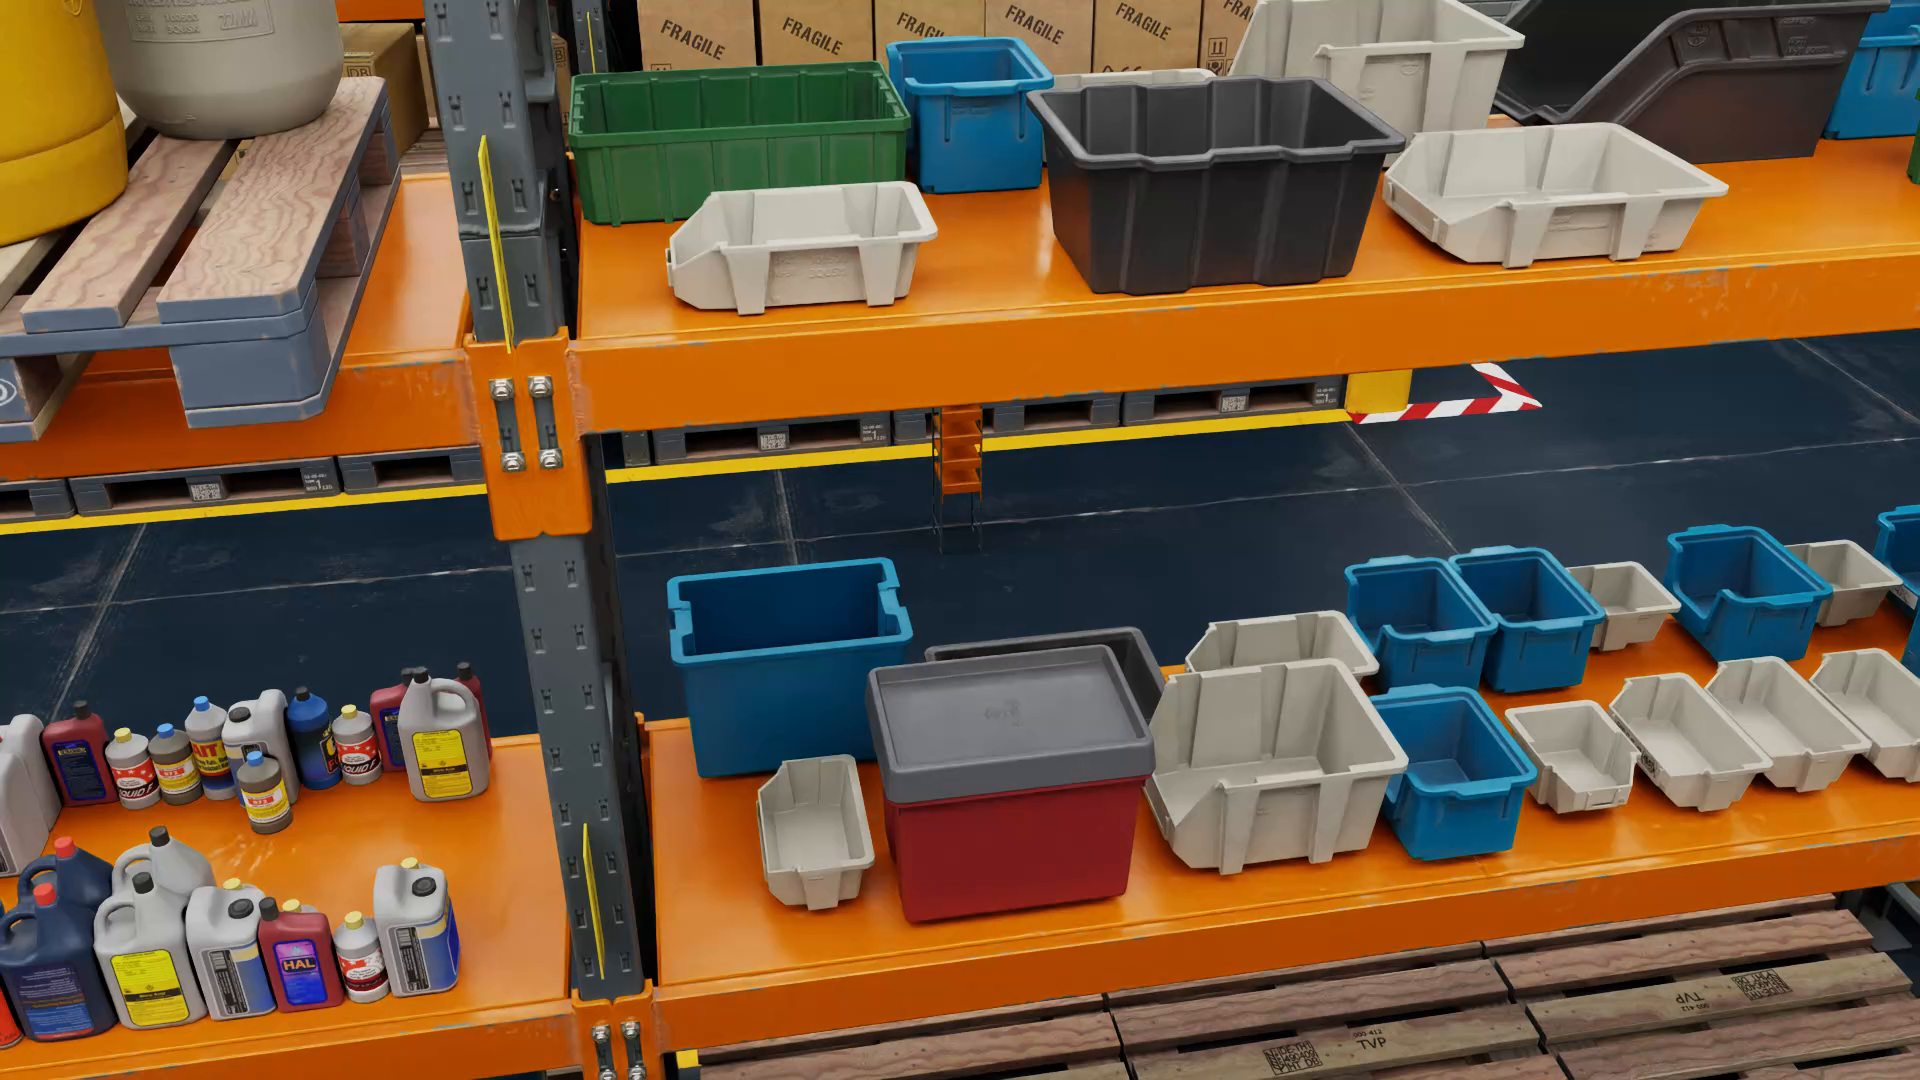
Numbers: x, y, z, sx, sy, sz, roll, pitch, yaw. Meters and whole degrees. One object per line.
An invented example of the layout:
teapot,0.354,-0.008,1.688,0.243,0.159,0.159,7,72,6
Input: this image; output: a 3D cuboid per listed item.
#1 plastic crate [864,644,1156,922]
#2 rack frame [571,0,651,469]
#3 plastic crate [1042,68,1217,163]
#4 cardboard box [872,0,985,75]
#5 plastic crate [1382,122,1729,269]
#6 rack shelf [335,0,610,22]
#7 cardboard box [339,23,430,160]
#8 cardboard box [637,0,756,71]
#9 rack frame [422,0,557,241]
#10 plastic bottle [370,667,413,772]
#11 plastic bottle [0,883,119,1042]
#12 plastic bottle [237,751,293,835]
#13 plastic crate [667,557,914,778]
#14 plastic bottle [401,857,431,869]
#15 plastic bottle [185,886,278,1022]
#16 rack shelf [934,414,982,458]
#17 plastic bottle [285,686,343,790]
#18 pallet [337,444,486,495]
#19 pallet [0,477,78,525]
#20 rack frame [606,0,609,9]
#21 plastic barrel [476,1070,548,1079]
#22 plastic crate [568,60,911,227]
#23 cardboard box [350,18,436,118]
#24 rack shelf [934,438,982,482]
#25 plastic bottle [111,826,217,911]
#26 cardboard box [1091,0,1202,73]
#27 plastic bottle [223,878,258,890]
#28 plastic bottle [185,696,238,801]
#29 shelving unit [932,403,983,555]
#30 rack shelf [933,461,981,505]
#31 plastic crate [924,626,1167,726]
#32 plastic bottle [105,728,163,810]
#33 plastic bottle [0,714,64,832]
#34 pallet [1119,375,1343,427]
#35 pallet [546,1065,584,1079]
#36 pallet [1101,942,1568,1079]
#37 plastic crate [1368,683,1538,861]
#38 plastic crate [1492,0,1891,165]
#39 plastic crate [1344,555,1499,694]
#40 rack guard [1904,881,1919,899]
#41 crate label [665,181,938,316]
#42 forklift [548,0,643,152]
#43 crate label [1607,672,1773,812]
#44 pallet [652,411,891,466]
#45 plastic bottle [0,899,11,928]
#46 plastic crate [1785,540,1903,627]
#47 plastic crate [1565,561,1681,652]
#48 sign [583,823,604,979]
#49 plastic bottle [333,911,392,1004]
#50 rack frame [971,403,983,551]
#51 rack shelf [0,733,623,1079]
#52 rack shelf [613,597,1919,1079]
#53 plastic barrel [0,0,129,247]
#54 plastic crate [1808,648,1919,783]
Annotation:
plastic crate,0.101,0.553,3.728,0.583,0.464,0.402,-5,31,-9
rack frame,-1.711,-1.907,8.034,0.127,3.000,1.000,-5,31,-9
plastic crate,0.360,-0.922,3.660,0.466,0.136,0.293,-5,31,-9
cardboard box,-0.184,-2.378,7.749,0.500,0.500,0.500,-6,31,-10
plastic crate,1.124,-0.669,3.229,0.530,0.136,0.437,-5,31,-9
rack shelf,-4.574,-3.884,12.105,4.000,0.370,1.077,-5,31,-9
cardboard box,-2.882,-2.105,7.858,0.500,0.500,0.700,-1,30,-1
cardboard box,-1.197,-2.284,7.590,0.500,0.500,0.500,-5,31,-8
rack frame,-0.822,-2.023,2.312,0.127,3.000,1.000,-5,31,-9
plastic bottle,-1.391,0.446,4.147,0.133,0.283,0.061,-5,31,-9
plastic bottle,-1.849,0.848,3.397,0.185,0.351,0.144,-5,31,-9
plastic bottle,-1.665,0.595,3.975,0.097,0.201,0.097,0,30,0
plastic crate,-0.425,0.331,4.184,0.575,0.384,0.392,-5,31,-9
plastic bottle,-1.193,0.785,3.651,0.097,0.201,0.097,0,30,0
plastic bottle,-1.511,0.847,3.473,0.135,0.276,0.152,-5,31,-9
rack shelf,-0.014,-0.478,7.466,0.180,0.103,0.258,-5,31,-9
plastic bottle,-1.597,0.480,4.101,0.097,0.271,0.097,0,30,0
pallet,-2.504,-0.612,8.582,1.213,0.211,1.003,-5,31,-9
pallet,-4.904,-0.389,8.203,1.213,0.211,1.003,-5,31,-9
rack frame,-2.607,-4.376,12.234,0.127,3.000,1.000,-5,31,-9
plastic barrel,-1.361,1.328,4.189,0.708,0.901,0.600,-5,31,-9
plastic crate,-0.460,-0.828,3.449,0.662,0.188,0.450,-5,31,-9
cardboard box,-4.097,-3.424,12.320,0.750,0.750,0.750,-4,31,-7
rack shelf,-0.014,-0.374,7.527,0.180,0.103,0.258,-5,31,-9
plastic bottle,-1.694,0.759,3.548,0.185,0.351,0.144,-5,31,-9
cardboard box,0.830,-2.472,7.910,0.500,0.500,0.500,-4,31,-8
plastic bottle,-1.552,0.819,3.594,0.097,0.201,0.097,0,30,0
plastic bottle,-1.825,0.501,4.065,0.097,0.271,0.097,0,30,0
shelving unit,-0.014,-0.516,7.444,0.189,1.200,0.258,-5,31,-9
rack shelf,-0.014,-0.271,7.588,0.180,0.103,0.258,-5,31,-9
plastic crate,0.230,0.420,4.289,0.590,0.125,0.437,-5,31,-9
plastic bottle,-2.017,0.549,4.053,0.097,0.201,0.097,0,30,0
plastic bottle,-2.257,0.553,3.972,0.135,0.276,0.152,-5,31,-9
pallet,1.365,-0.990,9.225,1.213,0.211,1.003,-5,31,-9
pallet,-1.589,1.815,4.455,1.213,0.211,1.003,-5,31,-9
pallet,1.097,1.566,4.879,1.213,0.211,1.003,-5,31,-9
plastic crate,1.138,0.559,3.945,0.300,0.233,0.416,-5,31,-9
plastic crate,1.560,-1.066,3.705,0.767,0.338,0.504,-5,31,-9
plastic crate,1.220,0.250,4.471,0.300,0.233,0.416,-5,31,-9
rack guard,3.134,1.267,5.102,0.348,0.500,1.175,-5,31,-9
crate label,-0.289,-0.517,2.971,0.466,0.136,0.293,-5,31,-9
forklift,-2.518,-2.964,9.898,3.031,2.935,1.130,15,34,24
crate label,1.785,0.507,4.129,0.243,0.136,0.396,-5,31,-9
pallet,-1.035,-0.767,8.846,1.213,0.211,1.003,-5,31,-9
plastic bottle,-2.048,0.835,3.498,0.097,0.271,0.097,0,30,0
plastic crate,2.480,0.132,4.767,0.298,0.136,0.250,-5,31,-9
plastic crate,1.812,0.194,4.662,0.298,0.136,0.250,-5,31,-9
sign,-0.725,0.718,3.296,0.005,0.325,0.100,-5,31,-9
plastic bottle,-1.261,0.870,3.507,0.097,0.201,0.097,0,30,0
rack frame,0.076,-0.524,7.458,0.006,1.200,0.240,-5,31,-9
rack shelf,-2.790,1.056,3.705,4.000,0.370,1.077,-5,31,-9
rack shelf,1.145,0.691,4.326,4.000,0.370,1.077,-5,31,-9
plastic barrel,-1.684,-0.808,2.605,0.600,0.588,0.600,0,30,0
plastic crate,2.343,0.450,4.226,0.243,0.136,0.396,-5,31,-9
